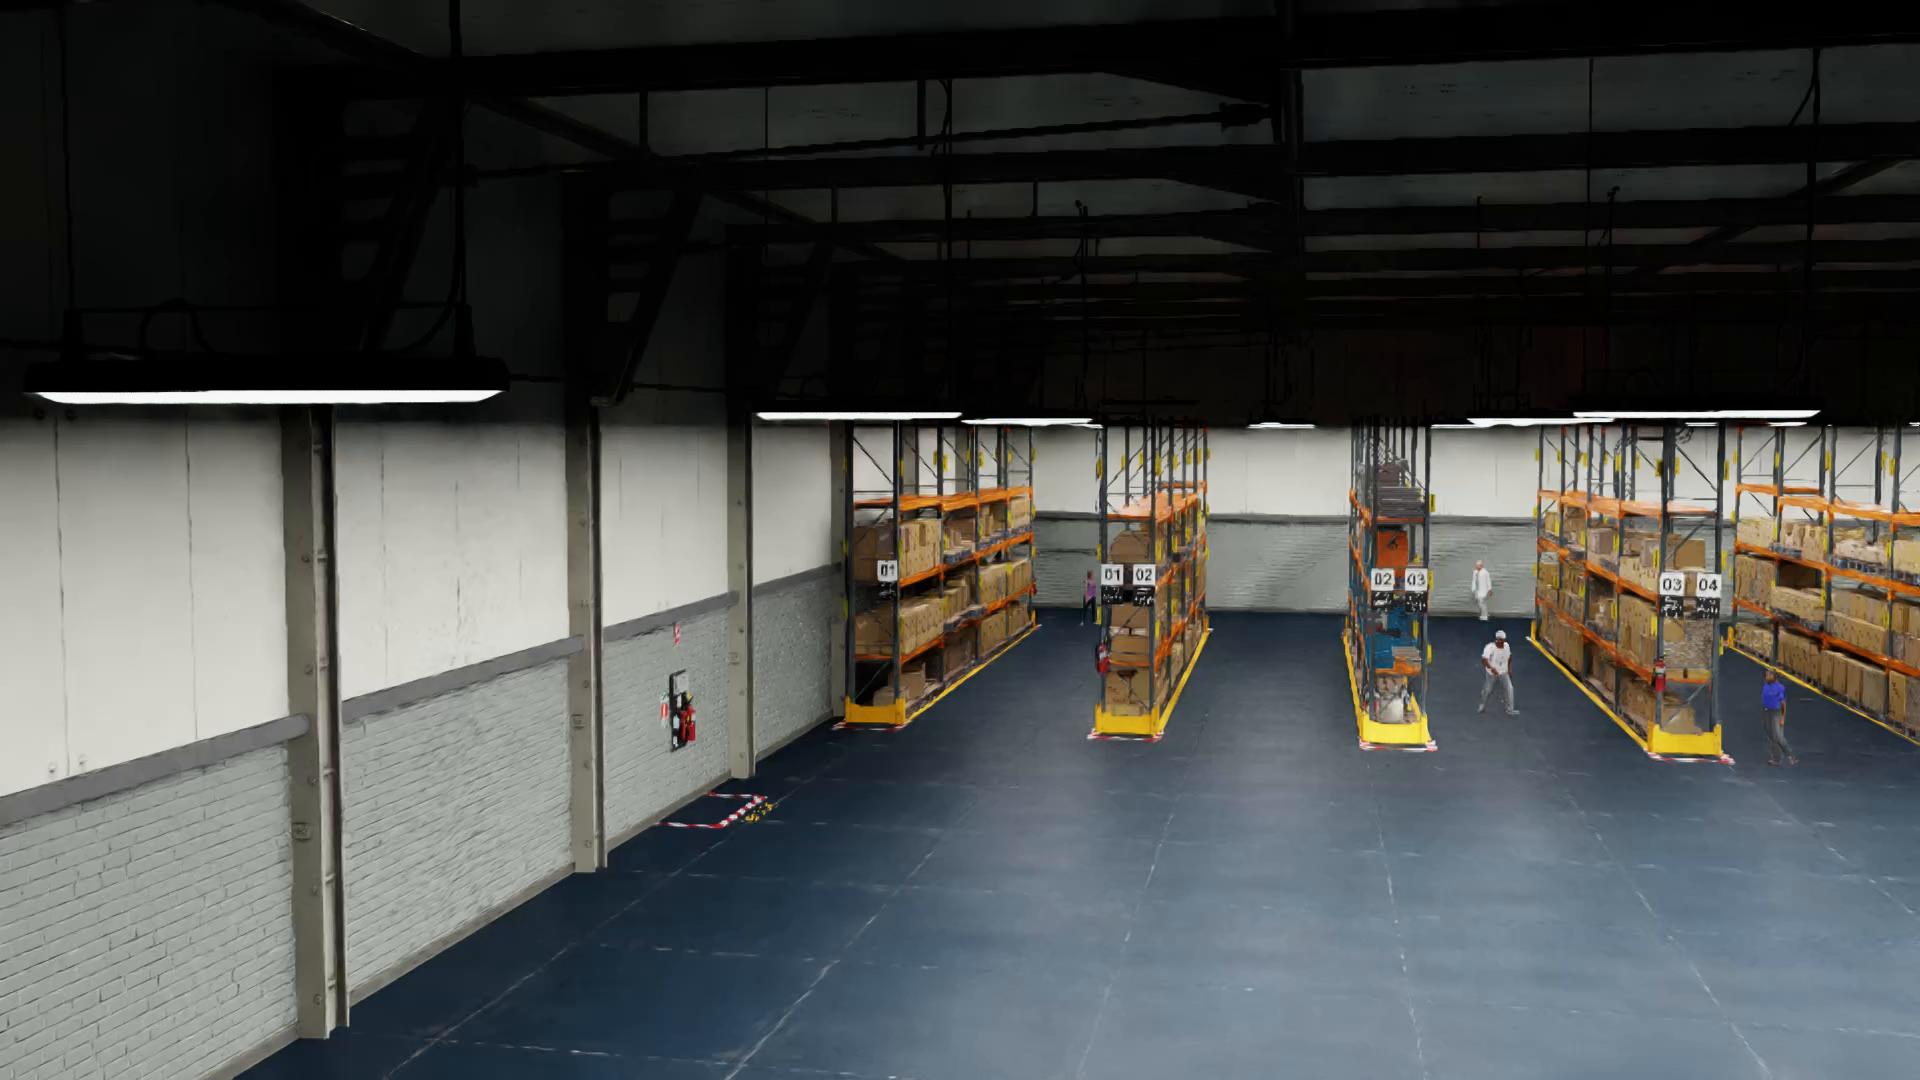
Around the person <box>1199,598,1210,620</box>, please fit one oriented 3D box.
[{"bbox_3d":[7.040,1.581,49.637,0.675,1.666,0.780,-1,4,-9],"label":"person"}]

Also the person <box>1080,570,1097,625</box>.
[{"bbox_3d":[3.825,1.674,48.703,0.495,1.591,0.626,4,5,44],"label":"person"}]

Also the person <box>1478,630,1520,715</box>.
[{"bbox_3d":[10.792,2.642,33.427,0.708,1.702,0.843,0,4,-5],"label":"person"}]

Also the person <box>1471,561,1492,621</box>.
[{"bbox_3d":[15.637,1.505,49.832,0.539,1.764,0.688,-2,4,-26],"label":"person"}]

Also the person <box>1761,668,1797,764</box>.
[{"bbox_3d":[13.942,3.002,28.324,0.439,1.650,0.619,-1,4,-21],"label":"person"}]
